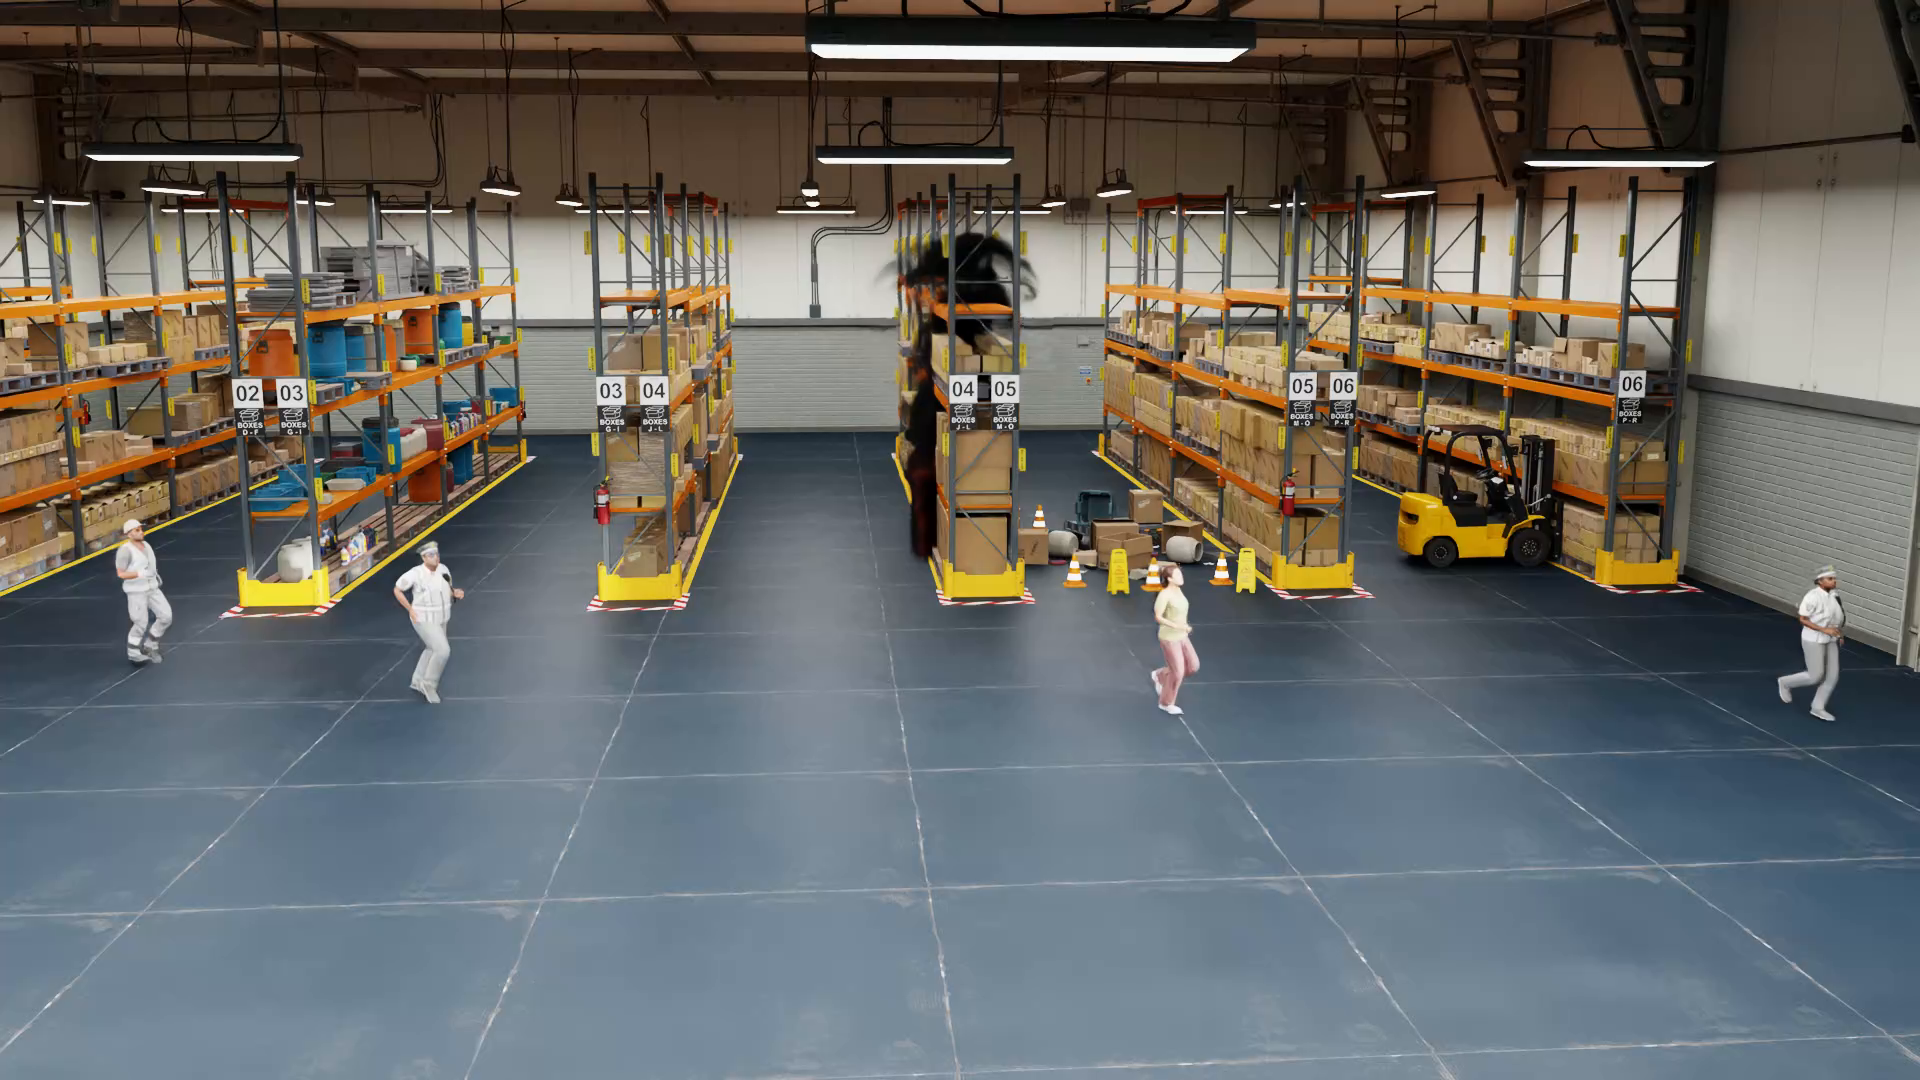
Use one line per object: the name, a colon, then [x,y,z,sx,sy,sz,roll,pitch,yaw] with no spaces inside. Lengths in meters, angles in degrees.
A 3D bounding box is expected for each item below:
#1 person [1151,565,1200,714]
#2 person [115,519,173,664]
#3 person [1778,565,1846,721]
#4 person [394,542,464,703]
person: [2.300,1.071,17.997,0.560,1.622,0.617,7,12,34]
person: [-9.790,0.635,20.004,0.648,1.789,0.634,4,11,21]
person: [9.204,1.068,17.866,0.578,1.664,0.684,-5,11,-26]
person: [-5.860,0.920,18.552,0.741,1.837,0.626,5,11,24]
